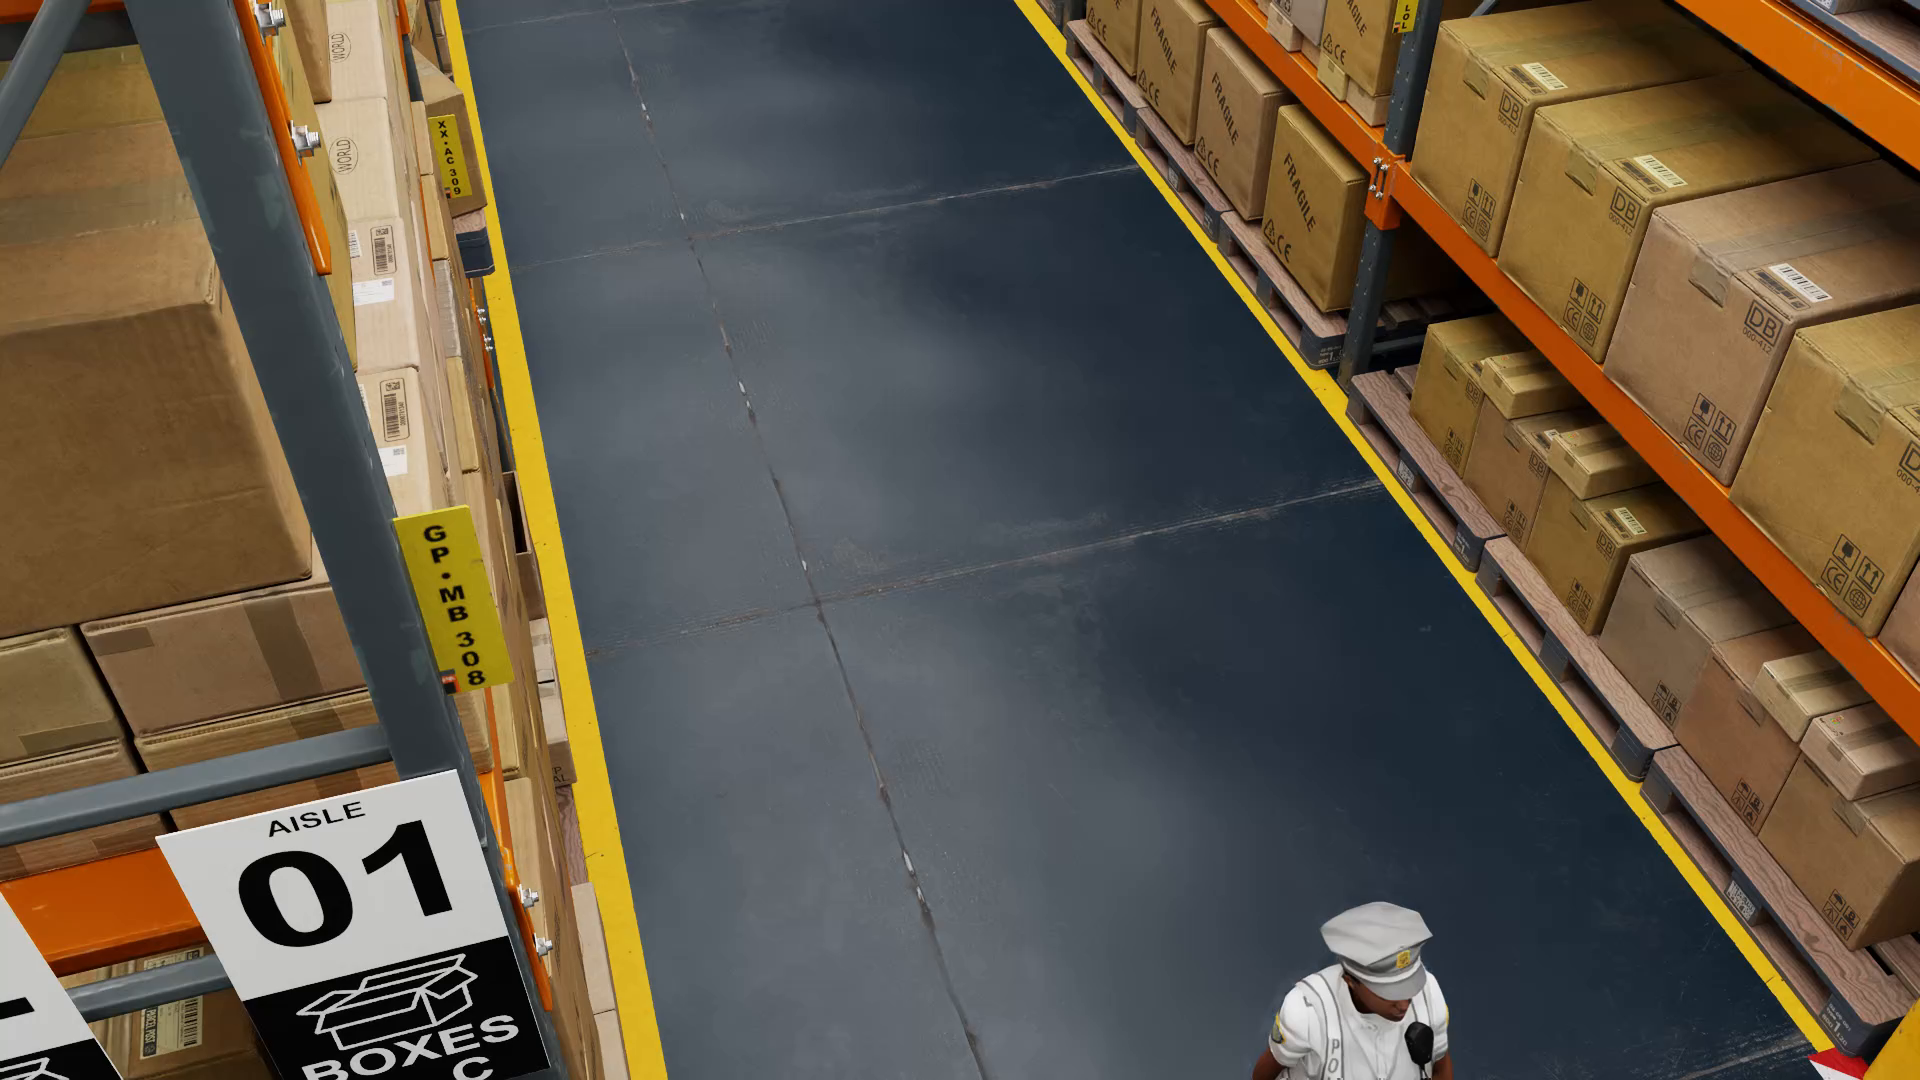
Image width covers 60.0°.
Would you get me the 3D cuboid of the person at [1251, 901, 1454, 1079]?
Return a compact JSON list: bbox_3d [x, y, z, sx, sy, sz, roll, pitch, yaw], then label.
[{"bbox_3d":[1.054,1.535,4.459,0.480,1.640,0.992,-13,44,-13],"label":"person"}]
